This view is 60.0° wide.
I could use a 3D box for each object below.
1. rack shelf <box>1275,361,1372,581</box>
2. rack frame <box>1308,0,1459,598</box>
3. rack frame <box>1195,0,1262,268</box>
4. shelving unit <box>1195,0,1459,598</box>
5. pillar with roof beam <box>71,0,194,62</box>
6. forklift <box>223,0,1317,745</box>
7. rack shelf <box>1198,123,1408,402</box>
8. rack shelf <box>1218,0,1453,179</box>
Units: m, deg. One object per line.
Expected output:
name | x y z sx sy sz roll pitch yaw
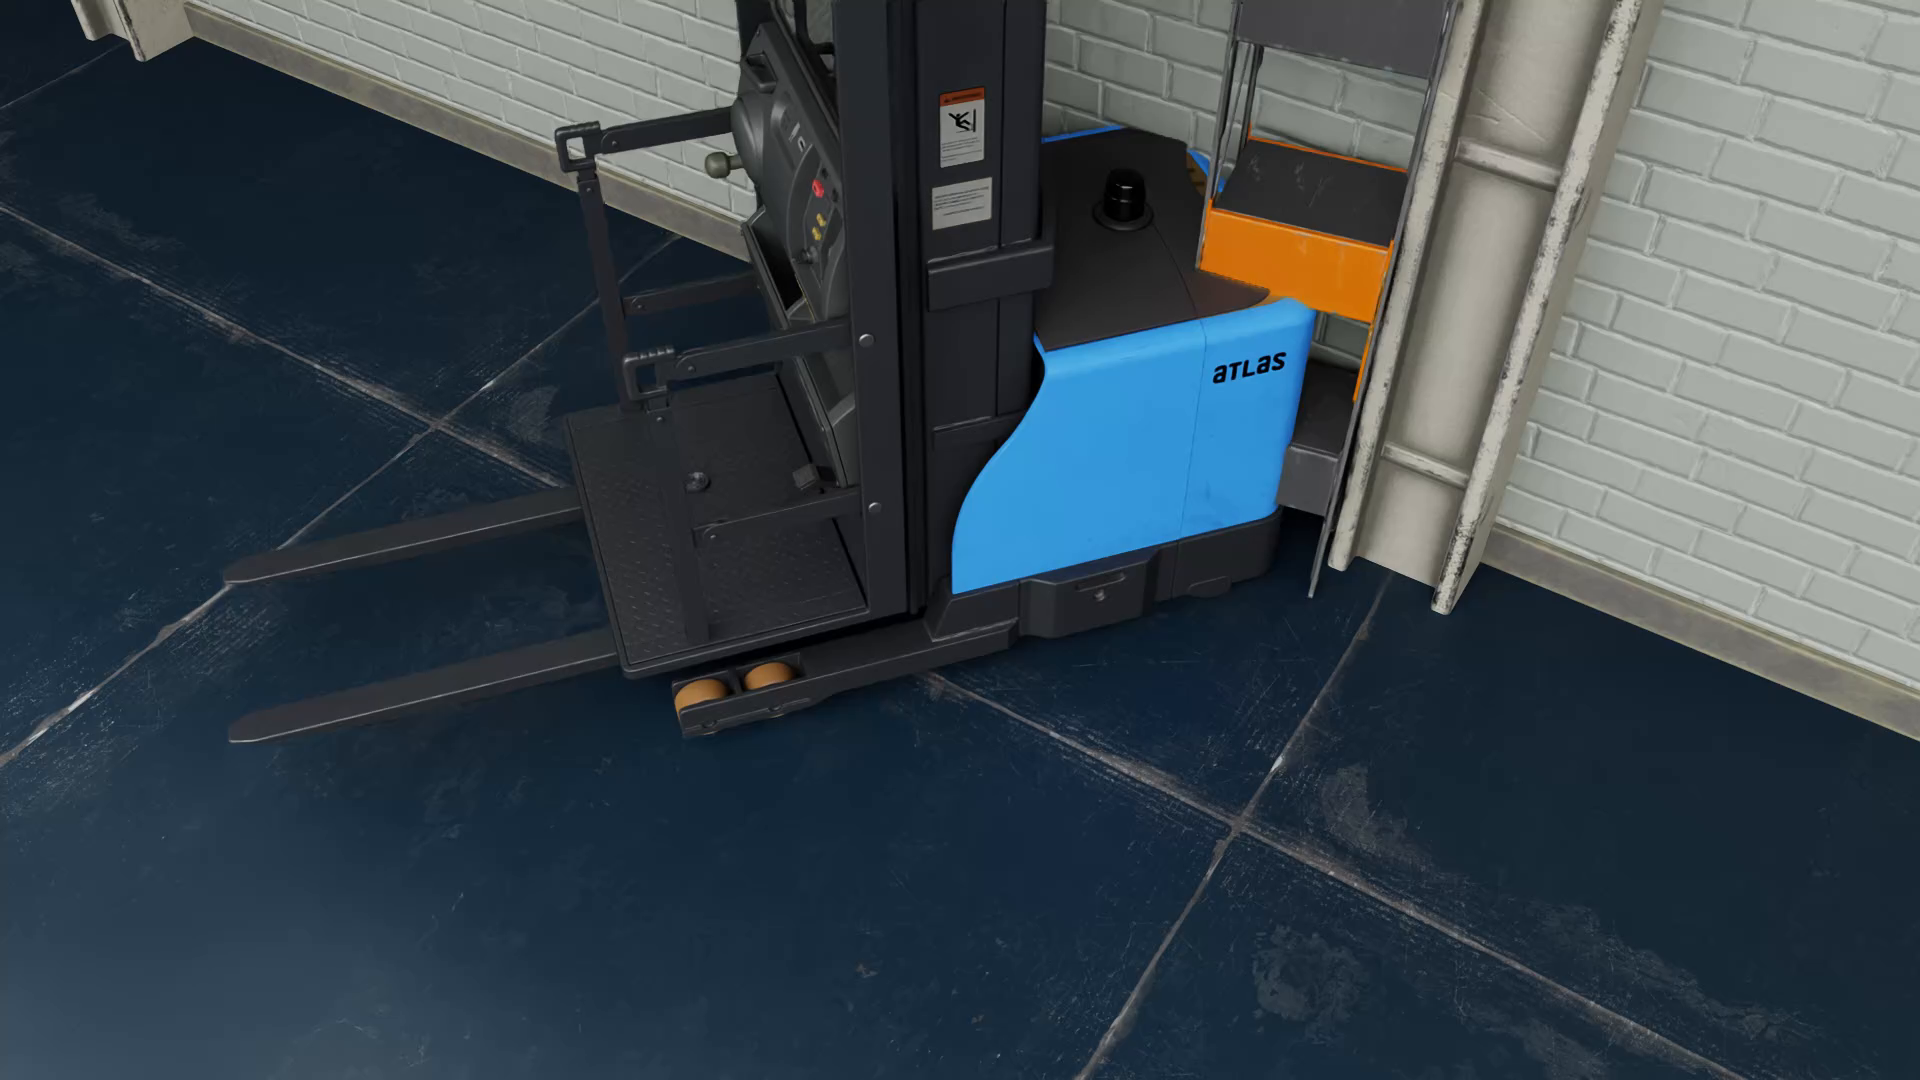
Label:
rack shelf | 0.918 -0.259 5.018 0.480 0.518 0.431 16 47 15
rack frame | 1.159 -0.701 4.456 0.015 2.100 0.400 16 47 15
rack frame | 0.705 -0.834 4.578 0.015 2.100 0.400 16 47 15
shelving unit | 0.932 -0.767 4.517 0.503 2.100 0.431 16 47 15
pillar with roof beam | -5.984 -2.800 1.696 0.400 9.000 9.100 25 51 22
forklift | -0.610 -0.897 4.077 3.031 2.935 1.130 -13 47 -13
rack shelf | 0.932 -0.757 4.526 0.480 0.518 0.431 16 47 15
rack shelf | 0.945 -1.255 4.035 0.480 0.518 0.431 16 47 15
